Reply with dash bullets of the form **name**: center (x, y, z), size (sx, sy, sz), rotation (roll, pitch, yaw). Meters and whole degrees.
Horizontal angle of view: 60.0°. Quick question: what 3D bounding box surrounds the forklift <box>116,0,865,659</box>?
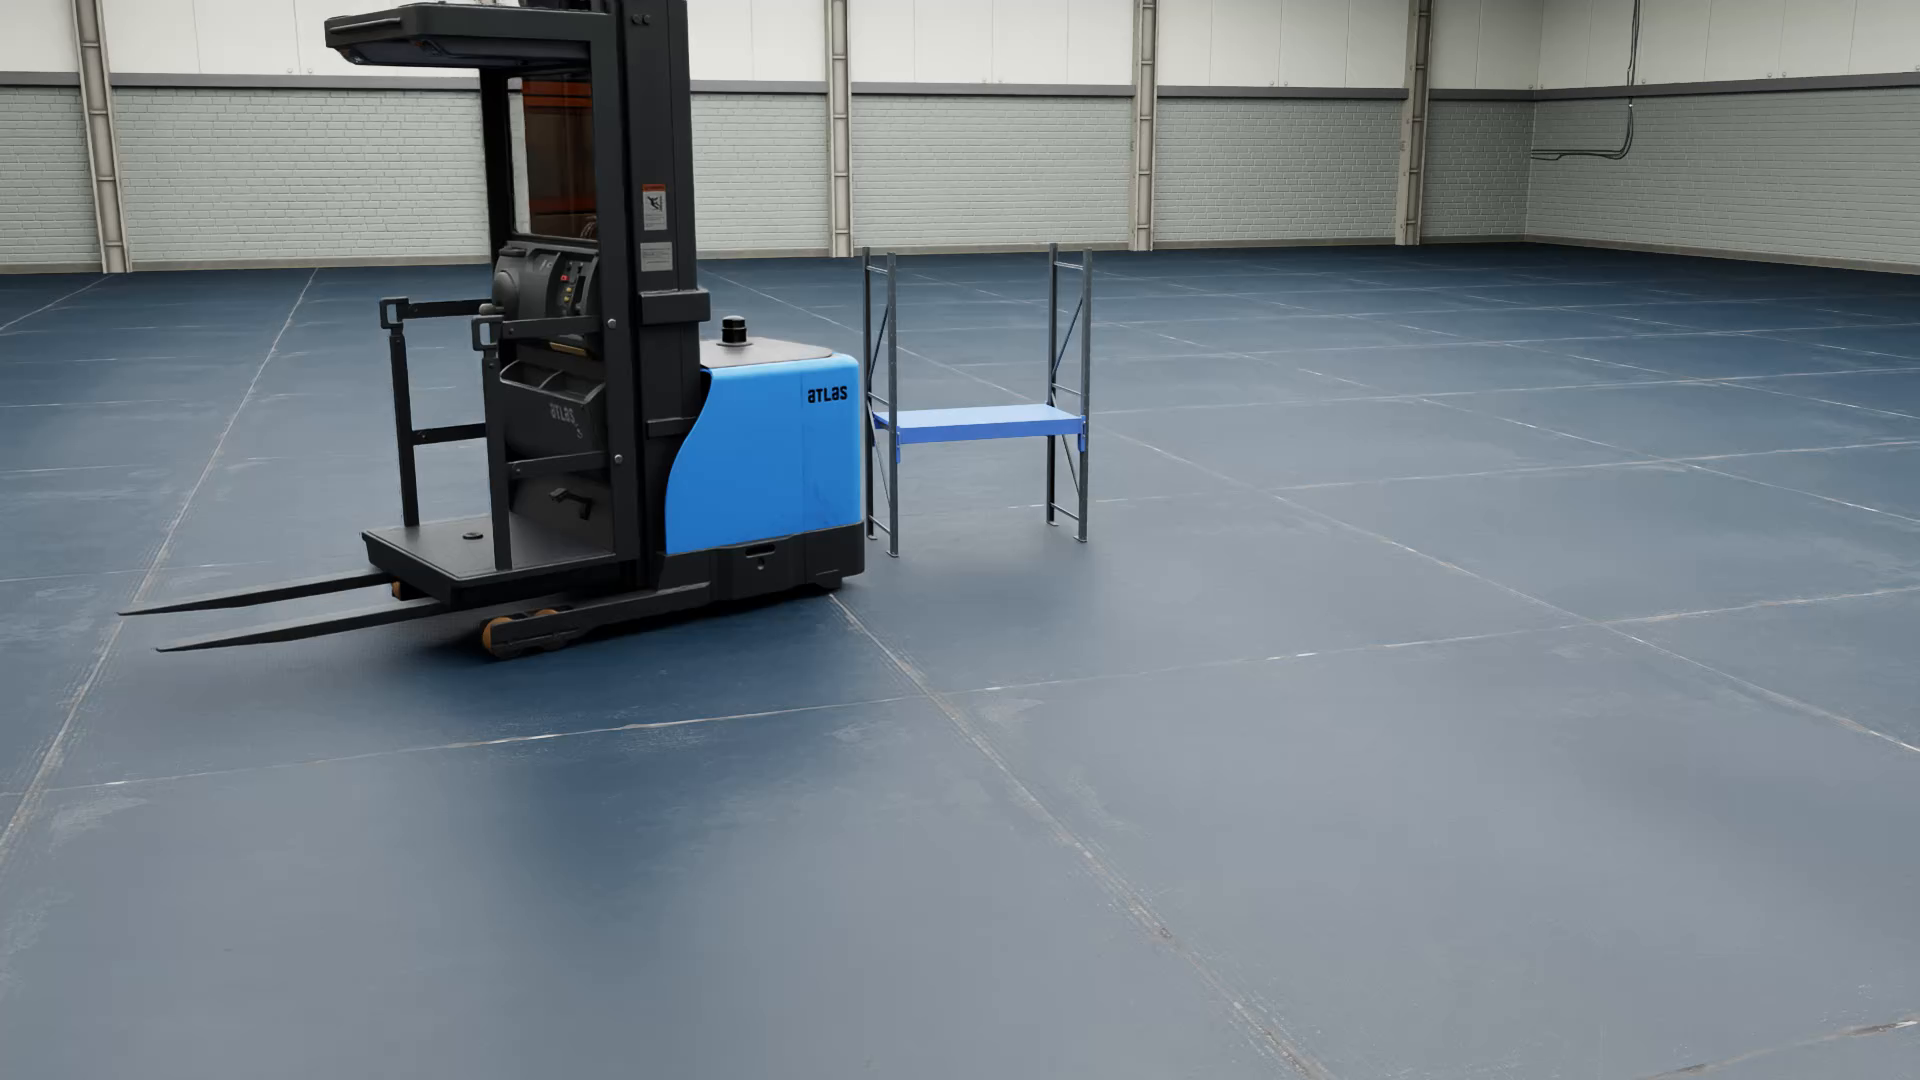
- **forklift**: center (-1.911, -1.088, 6.882), size (3.031, 2.935, 1.130), rotation (-10, 17, -37)

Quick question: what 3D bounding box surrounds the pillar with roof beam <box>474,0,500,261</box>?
- **pillar with roof beam**: center (-6.493, -8.187, 23.616), size (0.400, 9.000, 9.100), rotation (-4, 14, -18)

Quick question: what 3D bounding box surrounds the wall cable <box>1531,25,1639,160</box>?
- **wall cable**: center (12.408, -8.877, 33.224), size (0.112, 2.526, 3.097), rotation (-4, 14, -18)

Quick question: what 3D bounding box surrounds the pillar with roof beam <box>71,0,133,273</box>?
- **pillar with roof beam**: center (-12.180, -7.744, 21.754), size (0.400, 9.000, 9.100), rotation (-4, 14, -18)

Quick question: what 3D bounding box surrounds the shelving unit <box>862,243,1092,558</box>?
- **shelving unit**: center (0.081, -0.736, 8.496), size (1.048, 1.500, 0.538), rotation (-4, 14, -18)

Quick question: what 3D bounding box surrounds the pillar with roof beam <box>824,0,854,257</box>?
- **pillar with roof beam**: center (-0.807, -8.630, 25.478), size (0.400, 9.000, 9.100), rotation (-4, 14, -18)

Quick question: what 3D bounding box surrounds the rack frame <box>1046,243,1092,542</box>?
- **rack frame**: center (0.563, -0.773, 8.653), size (0.032, 1.500, 0.500), rotation (-4, 14, -18)

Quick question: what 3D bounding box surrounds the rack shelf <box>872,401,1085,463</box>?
- **rack shelf**: center (0.081, -0.561, 8.537), size (1.000, 0.185, 0.538), rotation (-4, 14, -18)

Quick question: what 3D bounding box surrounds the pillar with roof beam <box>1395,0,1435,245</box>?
- **pillar with roof beam**: center (10.567, -9.516, 29.201), size (0.400, 9.000, 9.100), rotation (-4, 14, -18)

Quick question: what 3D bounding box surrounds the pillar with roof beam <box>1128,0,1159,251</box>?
- **pillar with roof beam**: center (4.880, -9.073, 27.339), size (0.400, 9.000, 9.100), rotation (-4, 14, -18)

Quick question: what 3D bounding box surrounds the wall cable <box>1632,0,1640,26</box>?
- **wall cable**: center (13.270, -10.740, 30.146), size (0.112, 2.526, 3.097), rotation (-4, 14, -18)

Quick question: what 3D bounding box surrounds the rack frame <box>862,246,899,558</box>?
- **rack frame**: center (-0.401, -0.698, 8.338), size (0.032, 1.500, 0.500), rotation (-4, 14, -18)
